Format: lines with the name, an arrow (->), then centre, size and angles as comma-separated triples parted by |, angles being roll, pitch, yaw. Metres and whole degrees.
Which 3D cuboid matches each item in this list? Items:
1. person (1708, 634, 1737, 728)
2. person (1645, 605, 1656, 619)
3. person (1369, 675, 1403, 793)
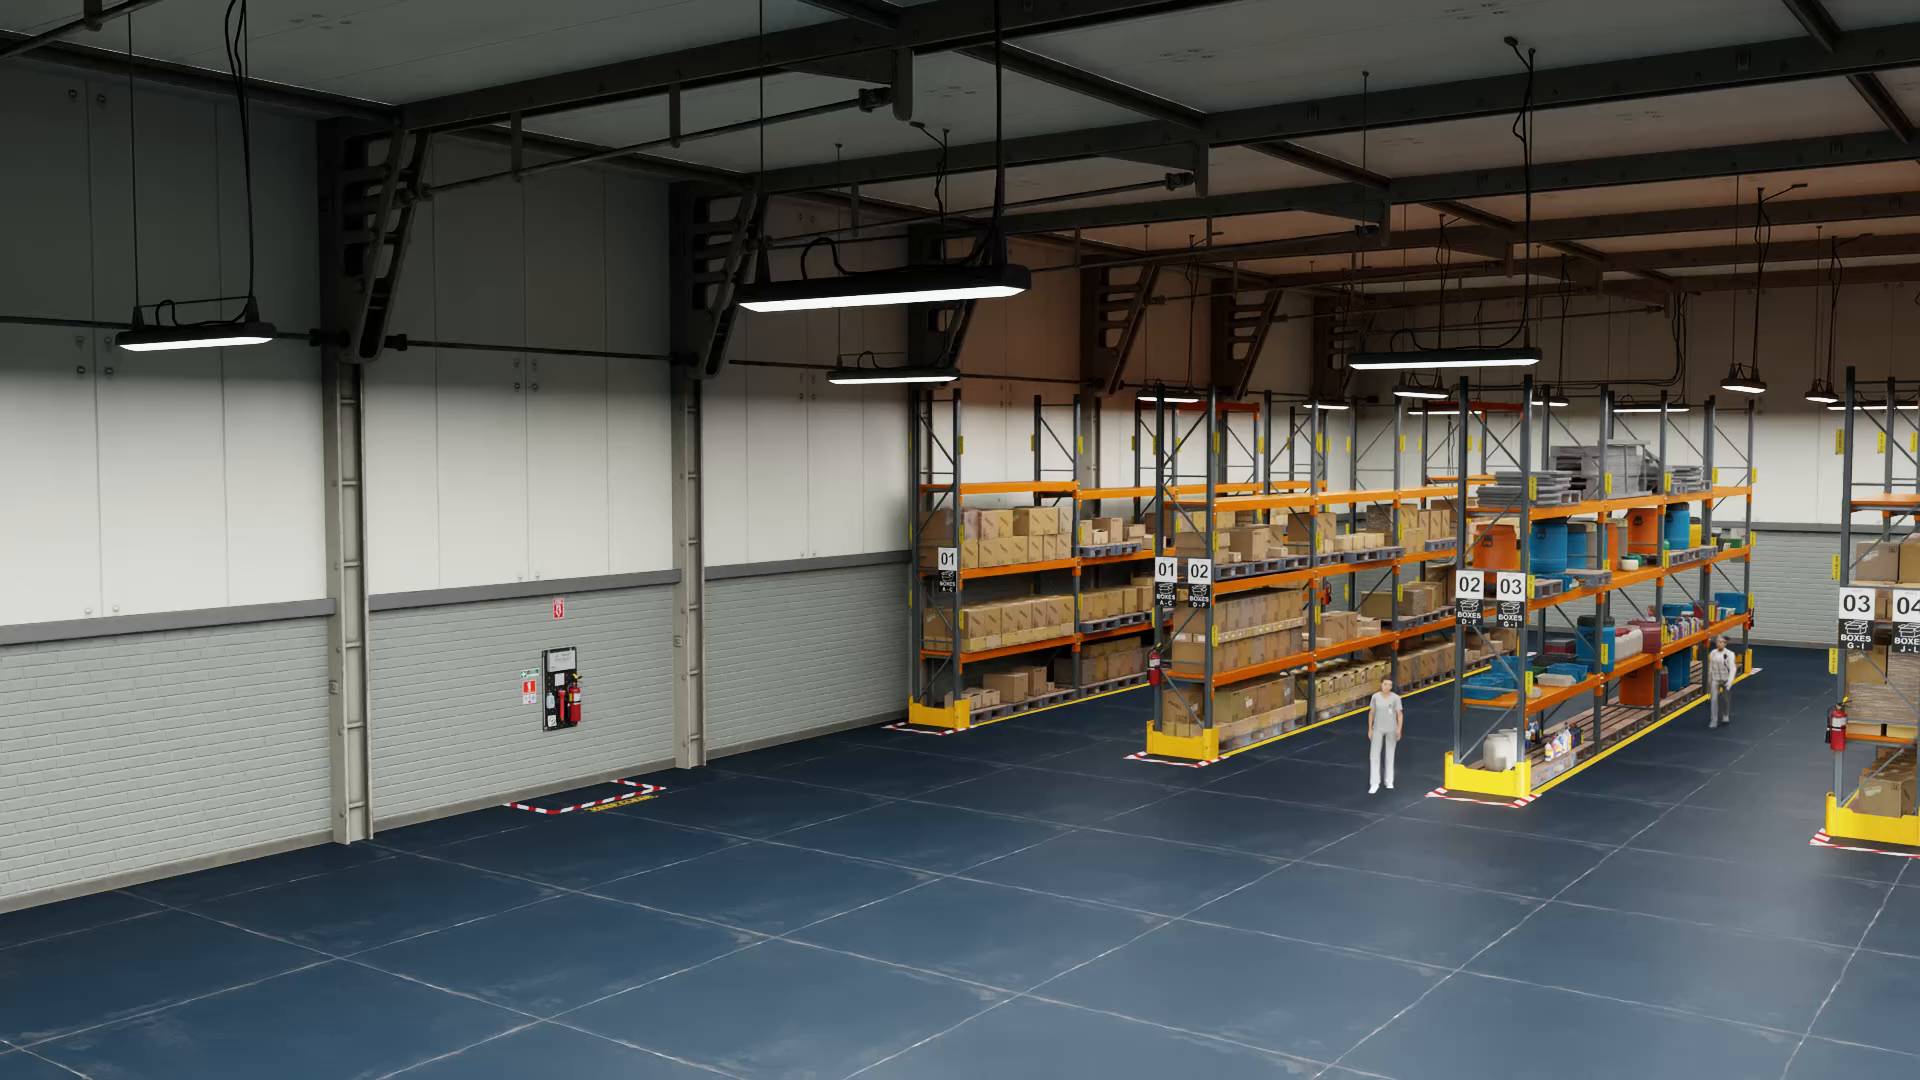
person -> 13.535, 2.480, 29.506 | 0.443, 1.620, 1.041 | 2, 4, 26
person -> 14.876, 2.218, 35.771 | 0.834, 1.447, 0.429 | -2, 4, -31
person -> 6.169, 2.805, 24.118 | 0.490, 1.701, 0.581 | 1, 3, 20
